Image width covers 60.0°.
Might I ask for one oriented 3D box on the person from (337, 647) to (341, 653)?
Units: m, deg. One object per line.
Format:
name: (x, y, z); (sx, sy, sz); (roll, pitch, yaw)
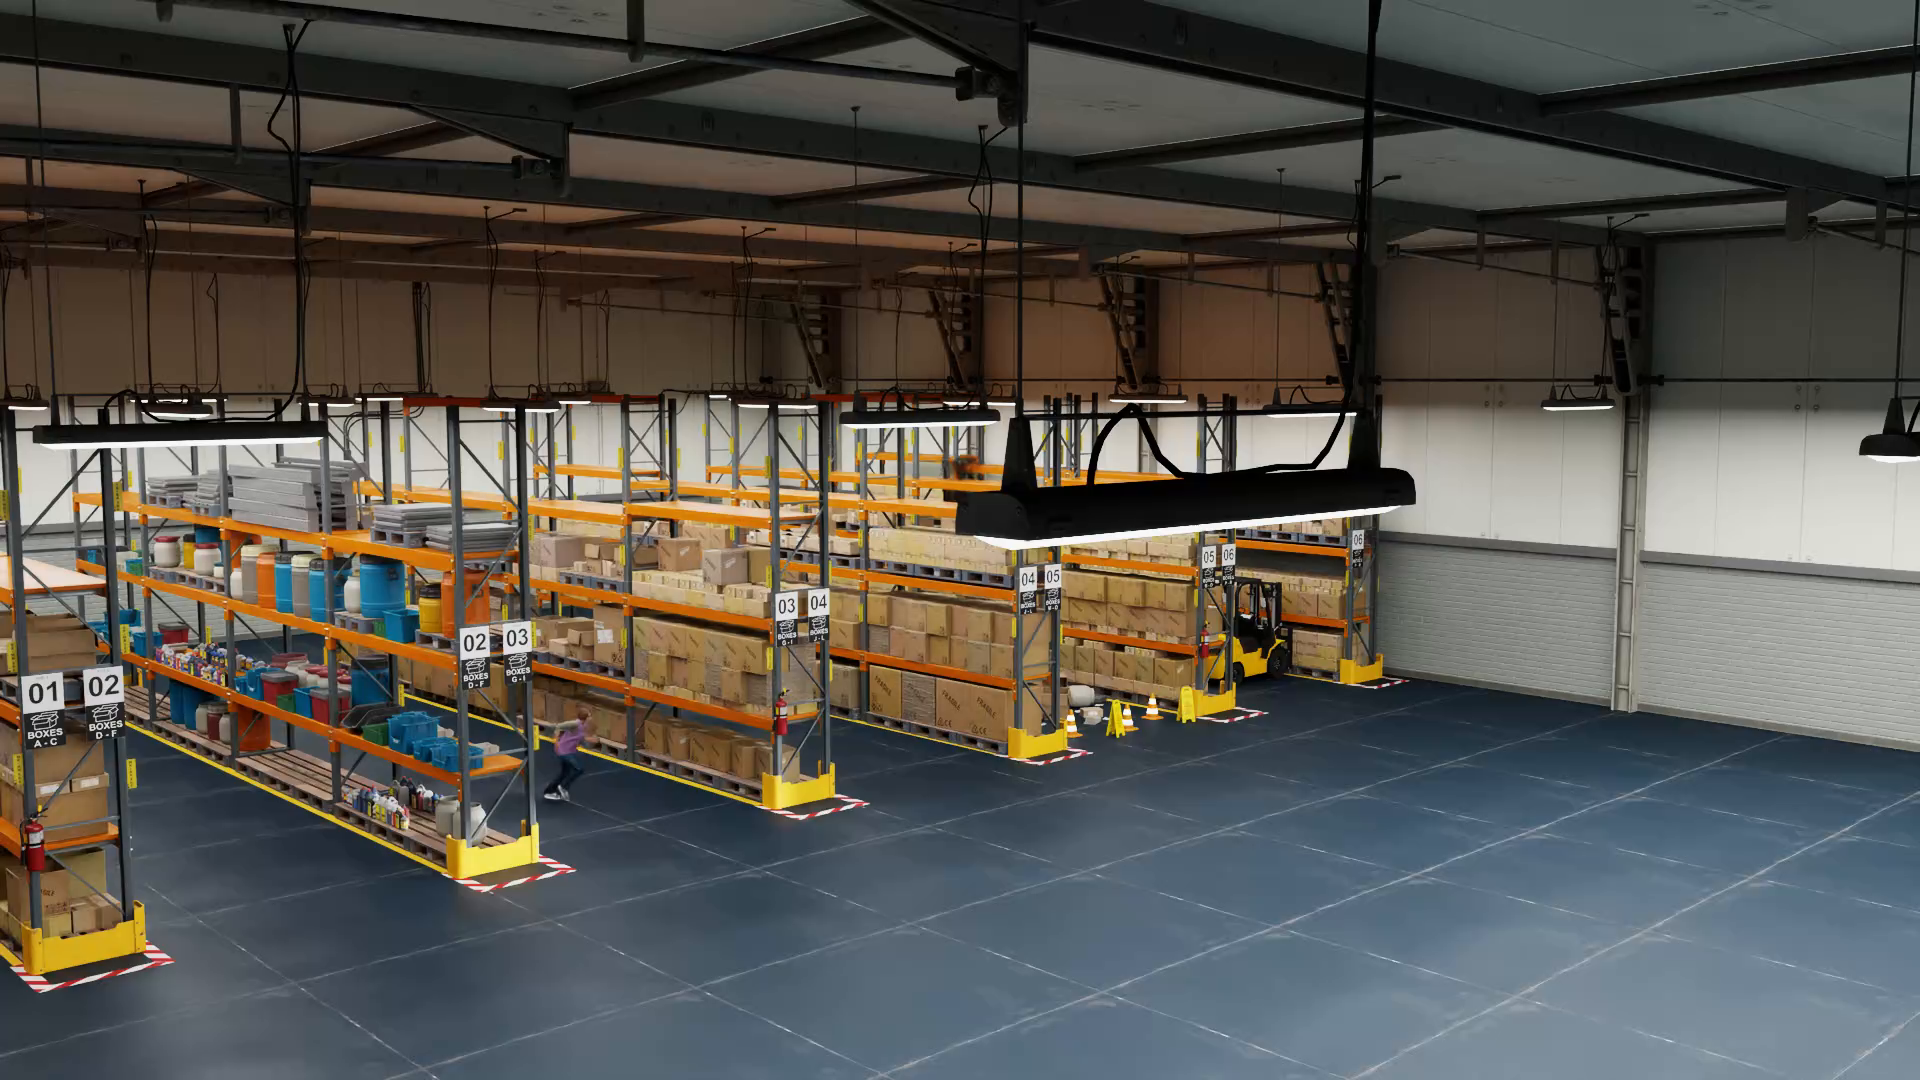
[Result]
person: (-13.544, 1.880, 37.583); (1.116, 1.622, 0.590); (-1, 6, -13)

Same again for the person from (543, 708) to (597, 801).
person: (-5.835, 3.210, 24.787); (0.868, 1.424, 0.581); (1, 6, 14)
